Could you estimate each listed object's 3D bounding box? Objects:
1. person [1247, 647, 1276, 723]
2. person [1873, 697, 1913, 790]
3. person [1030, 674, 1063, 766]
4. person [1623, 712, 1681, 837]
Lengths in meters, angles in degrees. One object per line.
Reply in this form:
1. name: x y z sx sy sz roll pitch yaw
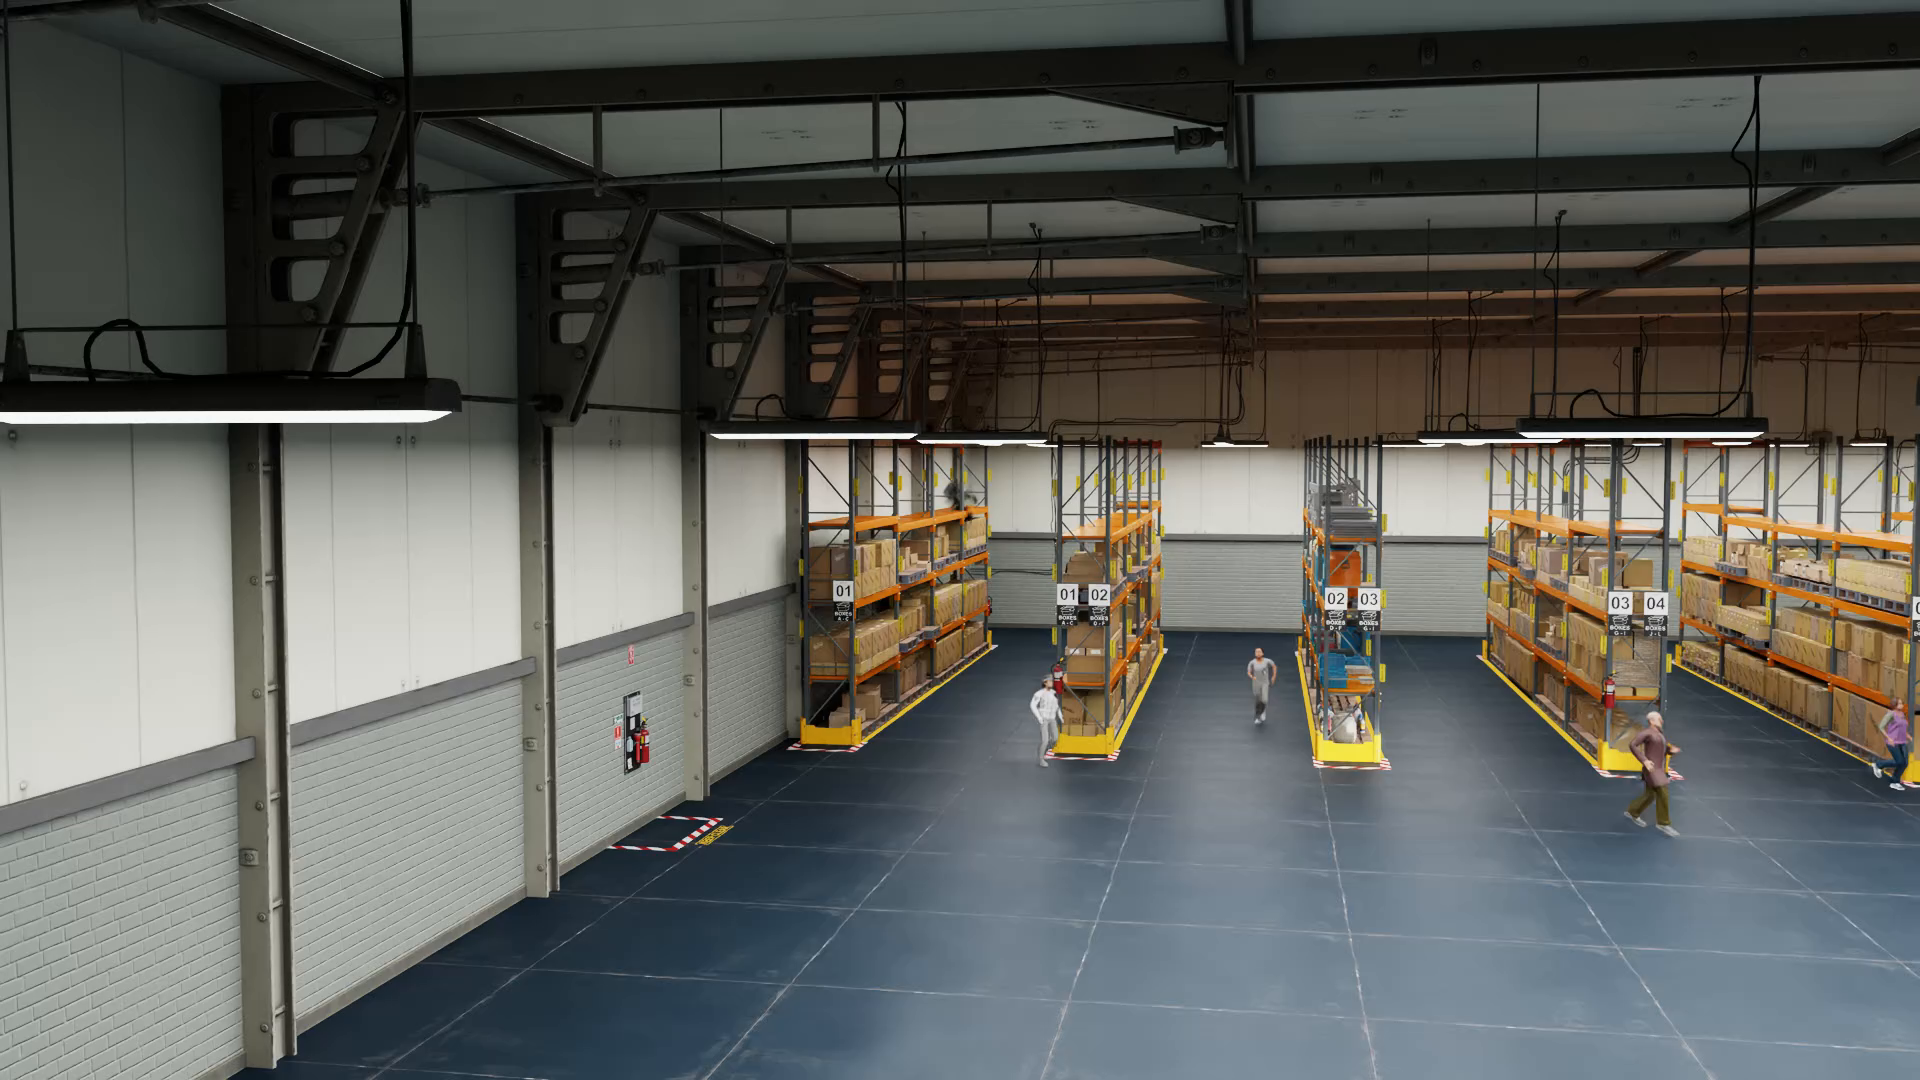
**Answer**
1. person: 6.272 3.029 34.597 0.585 1.622 0.734 1 3 15
2. person: 15.801 3.433 28.164 0.549 1.556 0.551 -1 3 -24
3. person: 1.603 3.275 30.292 0.672 1.646 0.510 -2 4 -31
4. person: 10.373 3.477 24.910 0.877 1.822 0.693 3 4 40
